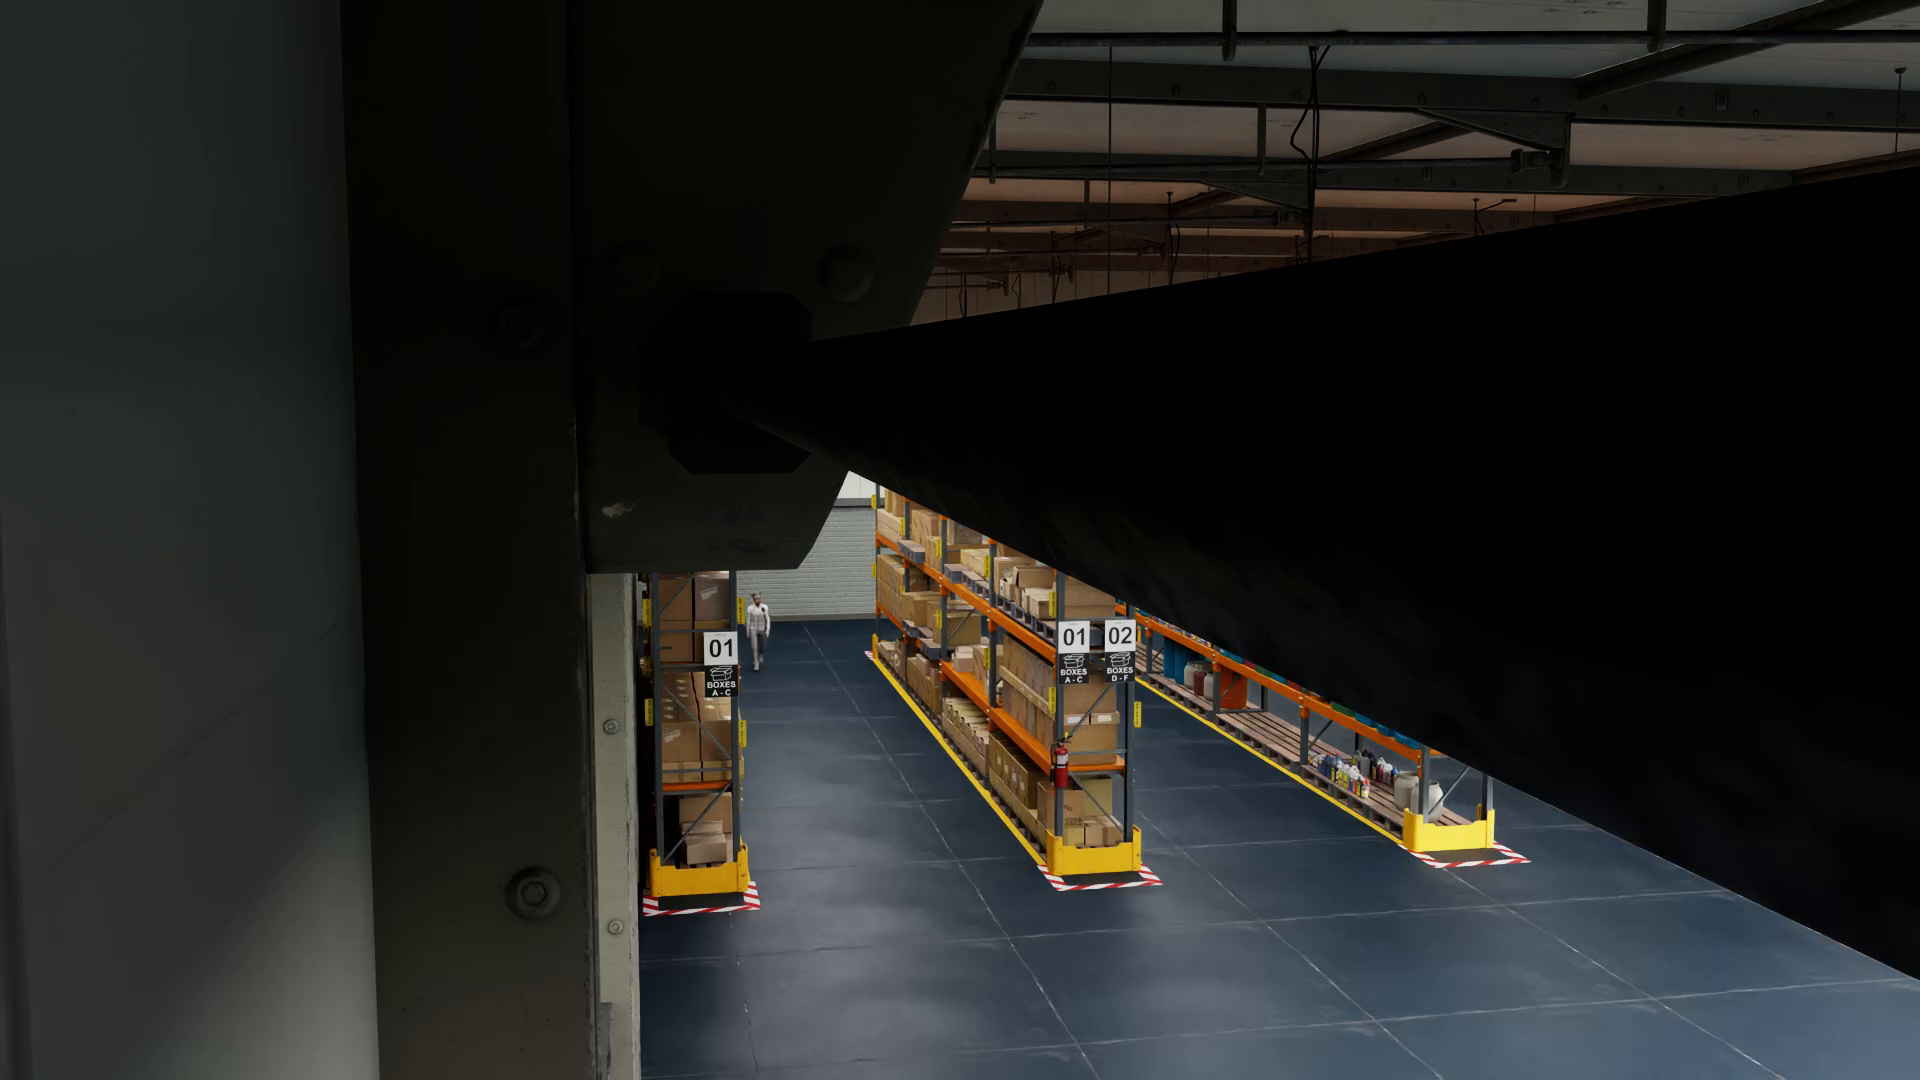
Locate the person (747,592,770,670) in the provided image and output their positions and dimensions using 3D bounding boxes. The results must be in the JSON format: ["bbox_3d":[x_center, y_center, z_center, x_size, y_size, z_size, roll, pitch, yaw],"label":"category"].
[{"bbox_3d":[-4.274,1.887,35.218,0.492,1.637,0.871,-1,6,-14],"label":"person"}]
